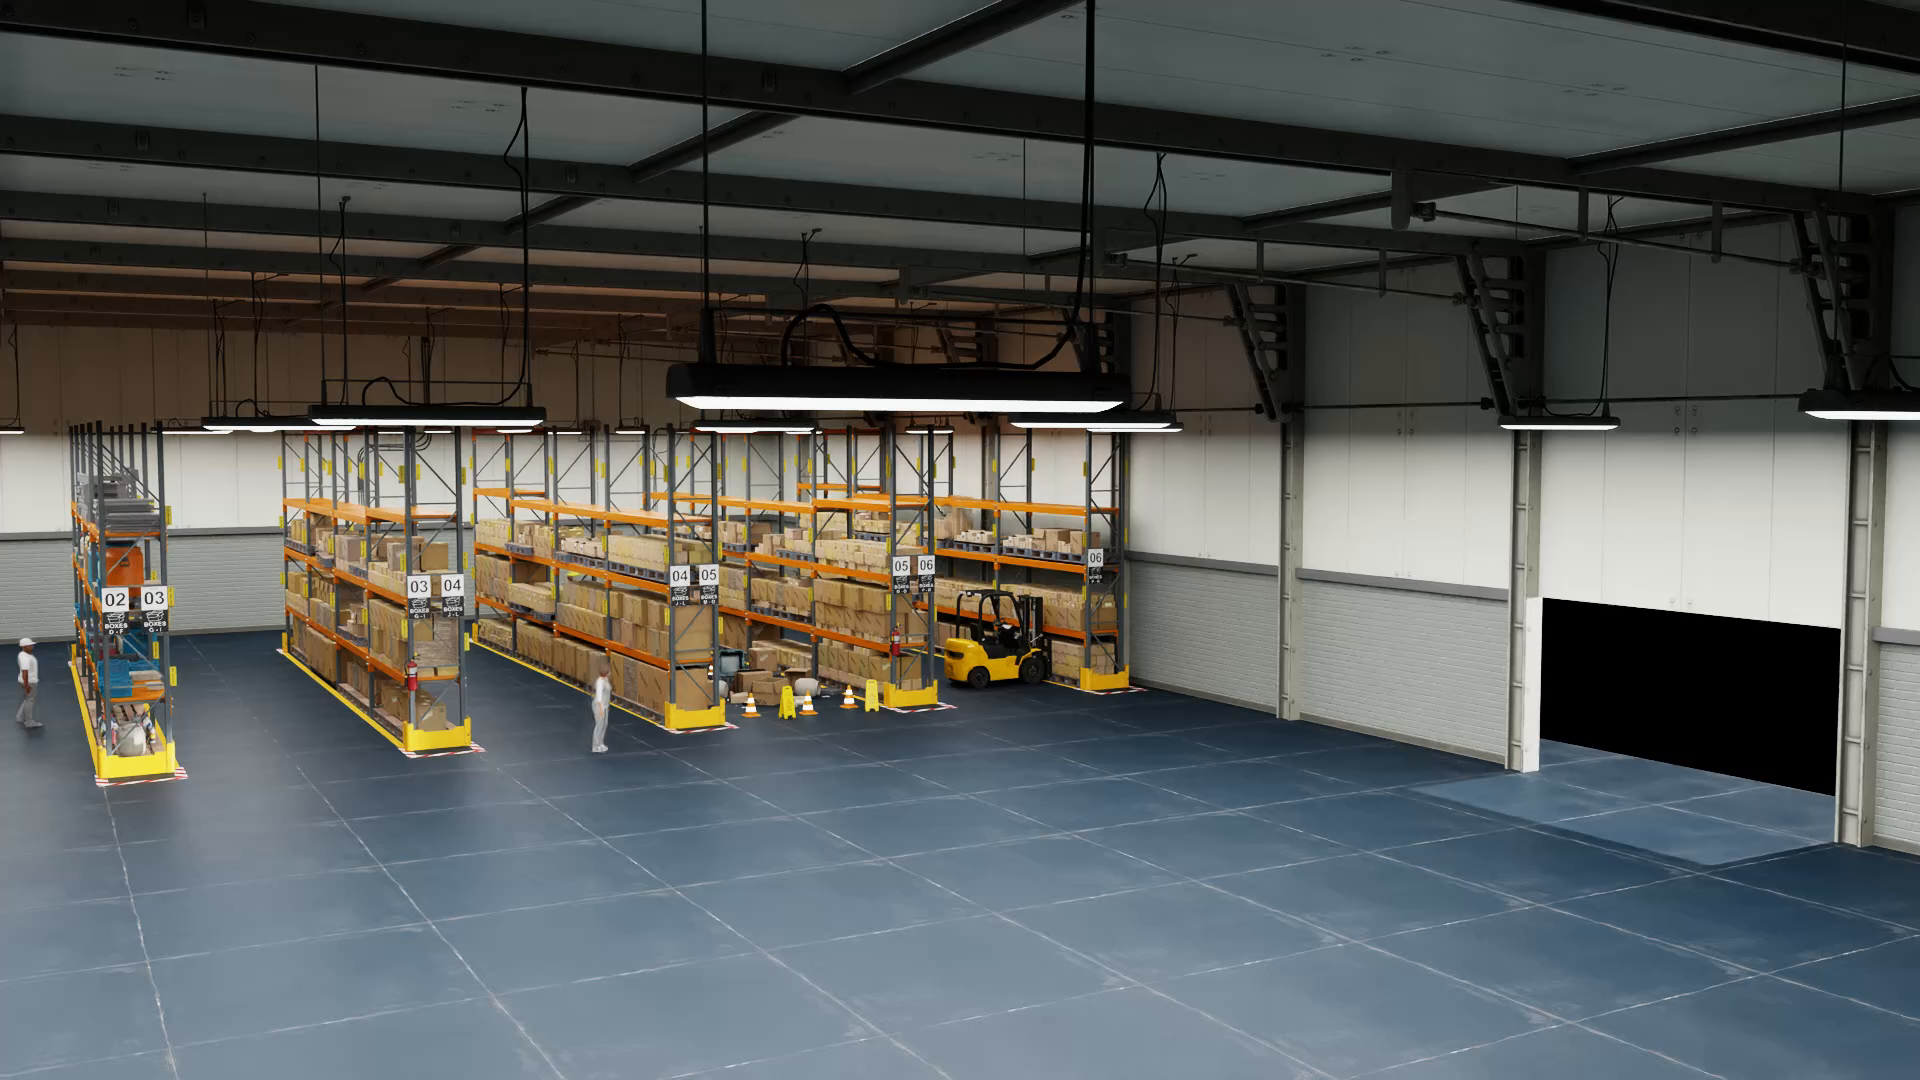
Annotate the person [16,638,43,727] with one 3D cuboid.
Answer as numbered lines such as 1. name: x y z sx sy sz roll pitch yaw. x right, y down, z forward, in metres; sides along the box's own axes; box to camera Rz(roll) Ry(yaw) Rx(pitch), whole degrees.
1. person: -18.353 2.803 32.759 0.591 1.769 0.458 3 5 41

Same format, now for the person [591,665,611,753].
1. person: -6.526 3.062 30.263 0.376 1.601 0.451 0 4 6

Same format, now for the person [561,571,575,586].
1. person: -11.493 1.802 49.172 0.630 1.766 0.478 -1 4 -16
